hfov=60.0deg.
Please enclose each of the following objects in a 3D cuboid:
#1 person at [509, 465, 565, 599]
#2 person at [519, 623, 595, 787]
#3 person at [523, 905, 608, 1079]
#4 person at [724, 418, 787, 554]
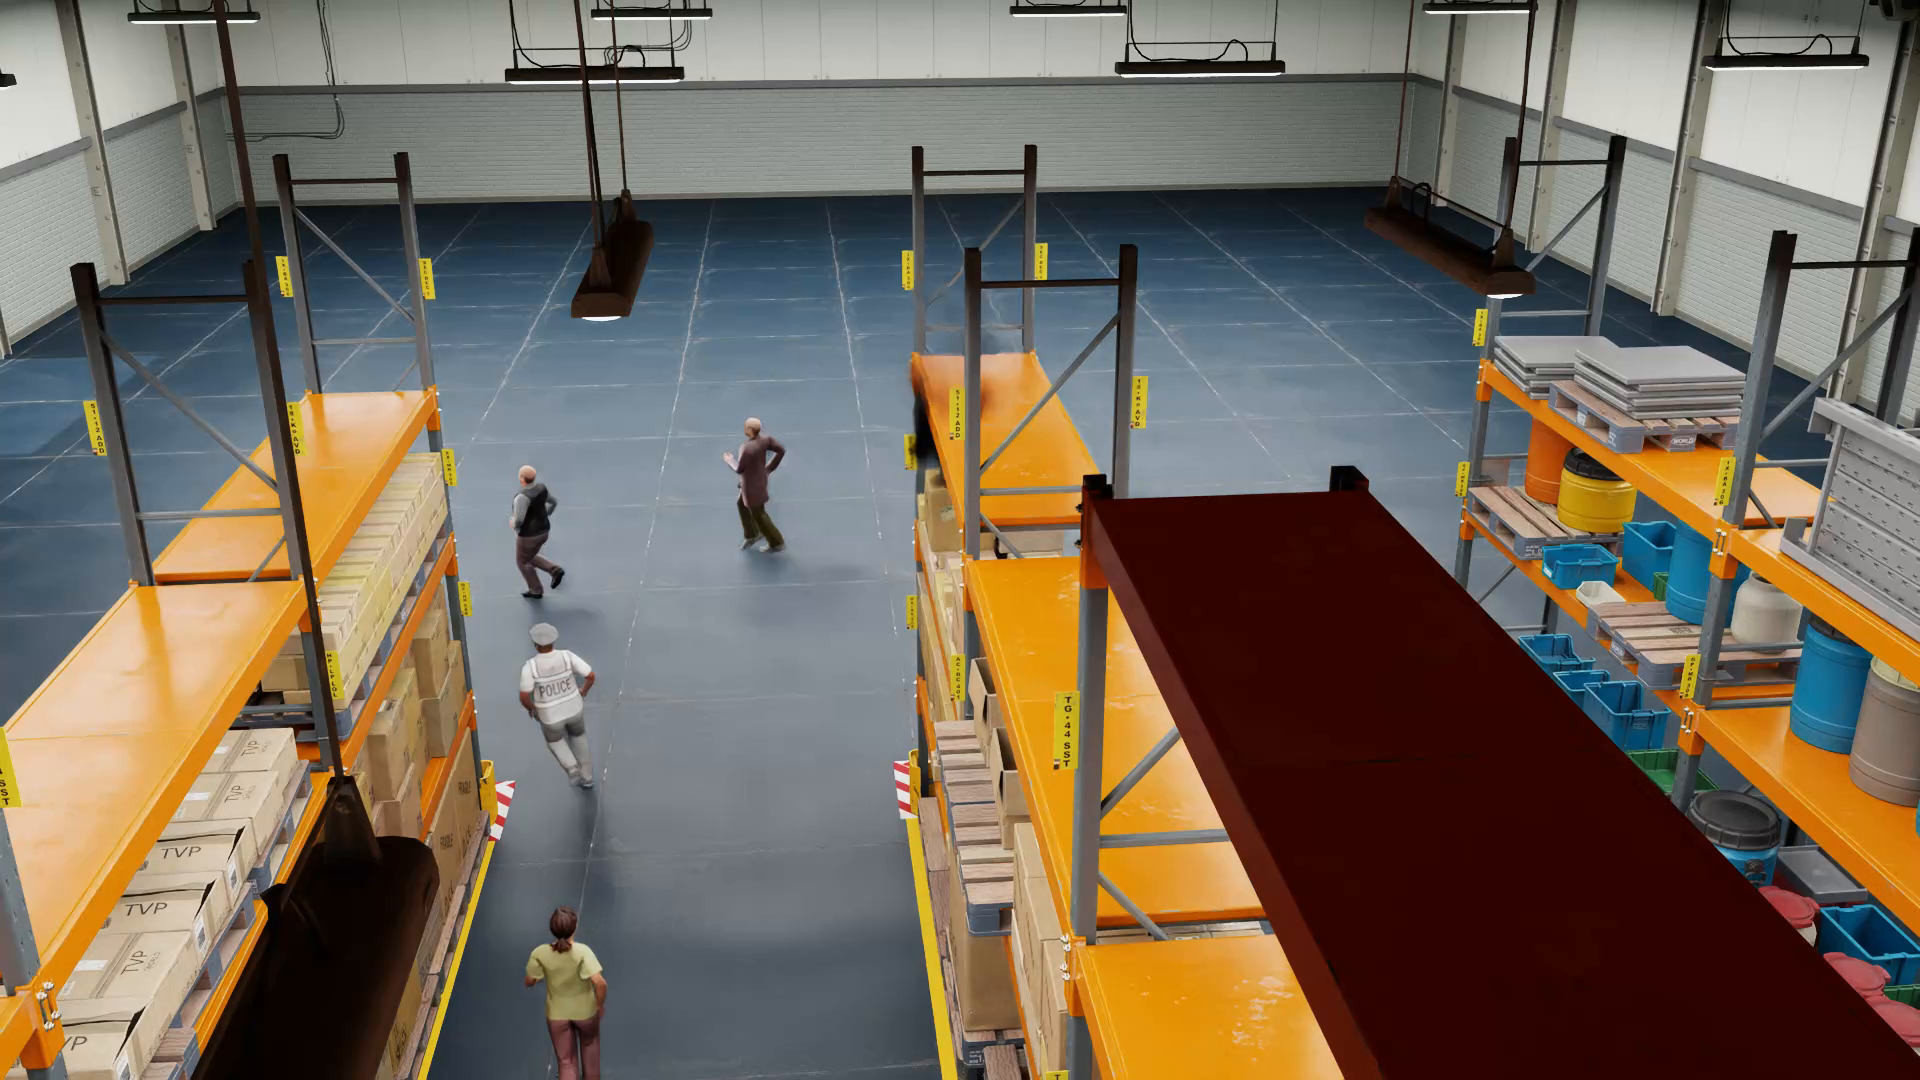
[{"bbox_3d":[-5.005,-0.081,19.575,0.597,1.679,0.671,9,23,21],"label":"person"},{"bbox_3d":[-3.716,1.575,15.373,0.715,1.727,0.565,-11,24,-25],"label":"person"},{"bbox_3d":[-2.624,3.252,11.197,0.564,1.696,0.775,-4,22,-9],"label":"person"},{"bbox_3d":[-2.566,-0.651,20.891,0.835,1.848,0.669,6,22,15],"label":"person"}]
